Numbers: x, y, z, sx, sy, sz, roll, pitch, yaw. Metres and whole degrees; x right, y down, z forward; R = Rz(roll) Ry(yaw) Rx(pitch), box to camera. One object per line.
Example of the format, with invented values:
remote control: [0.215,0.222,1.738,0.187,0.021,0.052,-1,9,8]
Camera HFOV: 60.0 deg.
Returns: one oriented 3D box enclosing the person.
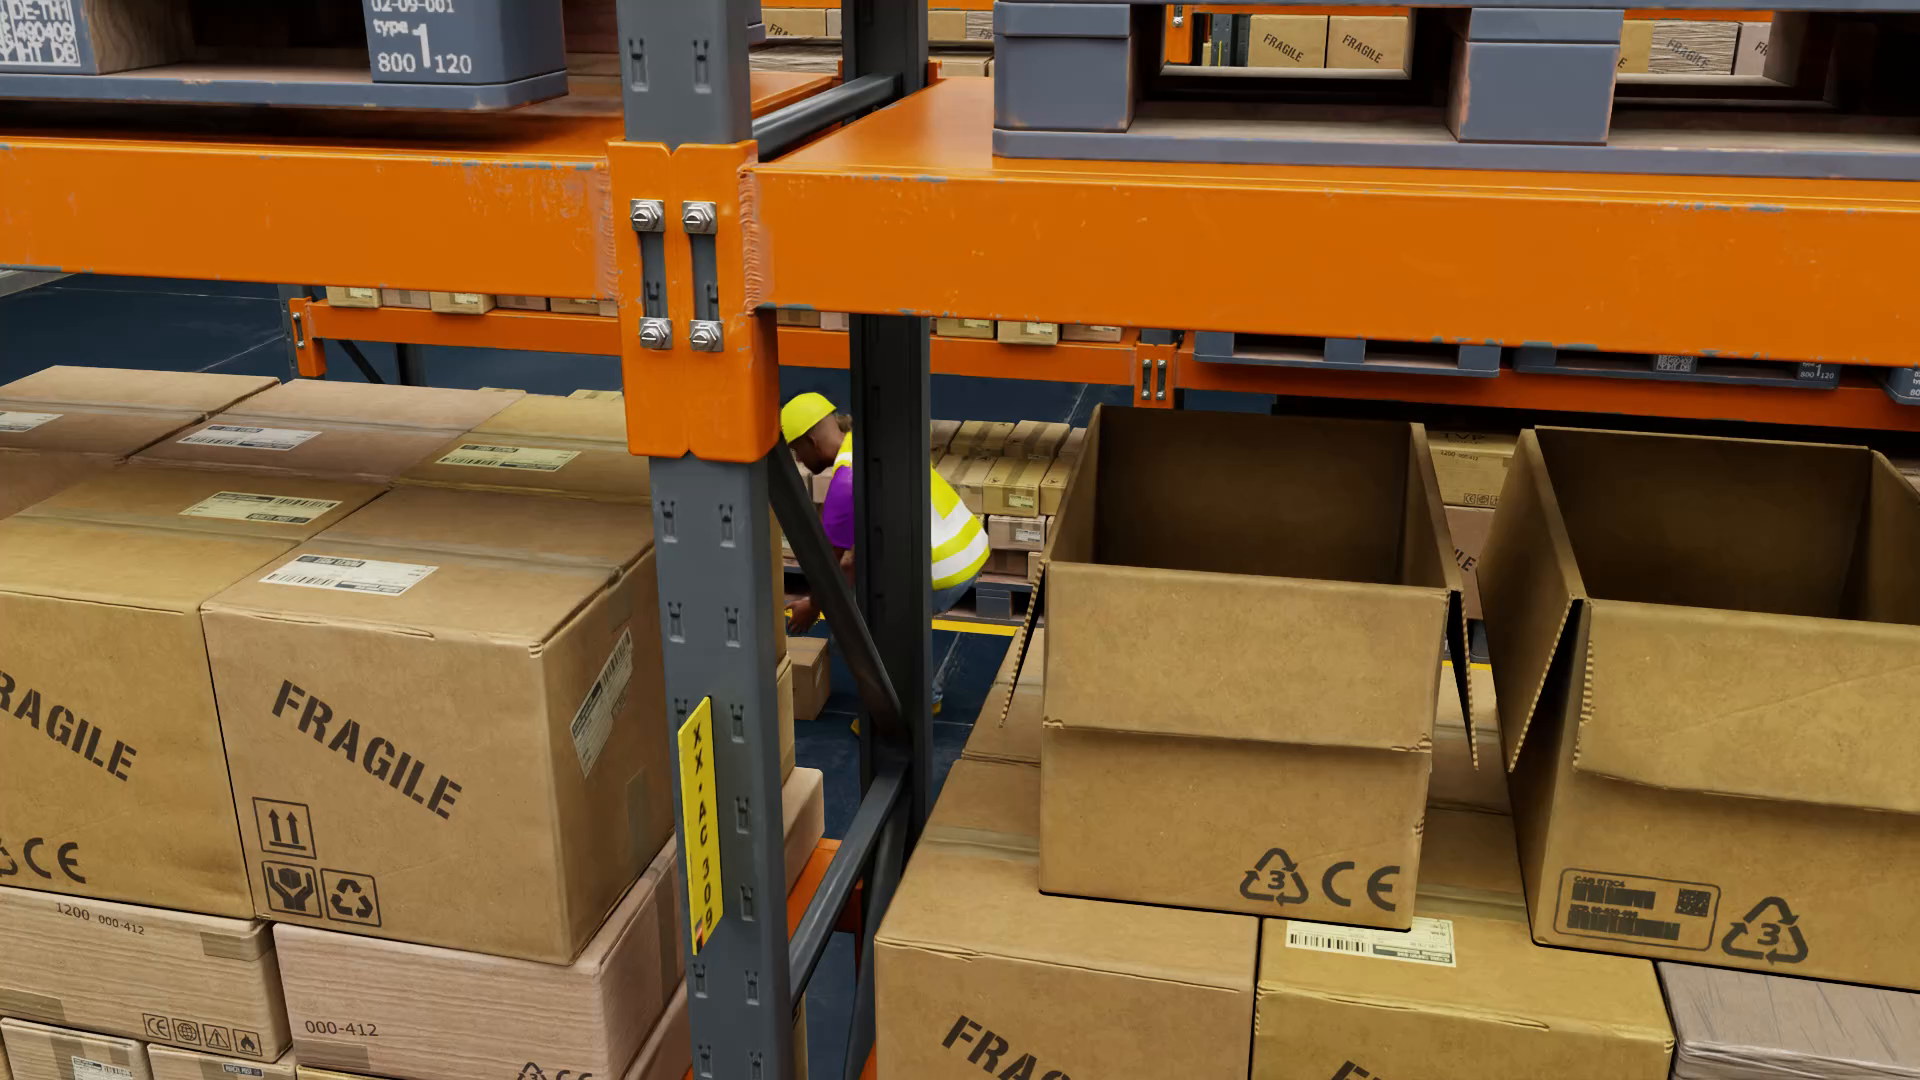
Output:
person: [-0.303,0.109,6.357,0.792,1.343,0.631,7,22,17]
